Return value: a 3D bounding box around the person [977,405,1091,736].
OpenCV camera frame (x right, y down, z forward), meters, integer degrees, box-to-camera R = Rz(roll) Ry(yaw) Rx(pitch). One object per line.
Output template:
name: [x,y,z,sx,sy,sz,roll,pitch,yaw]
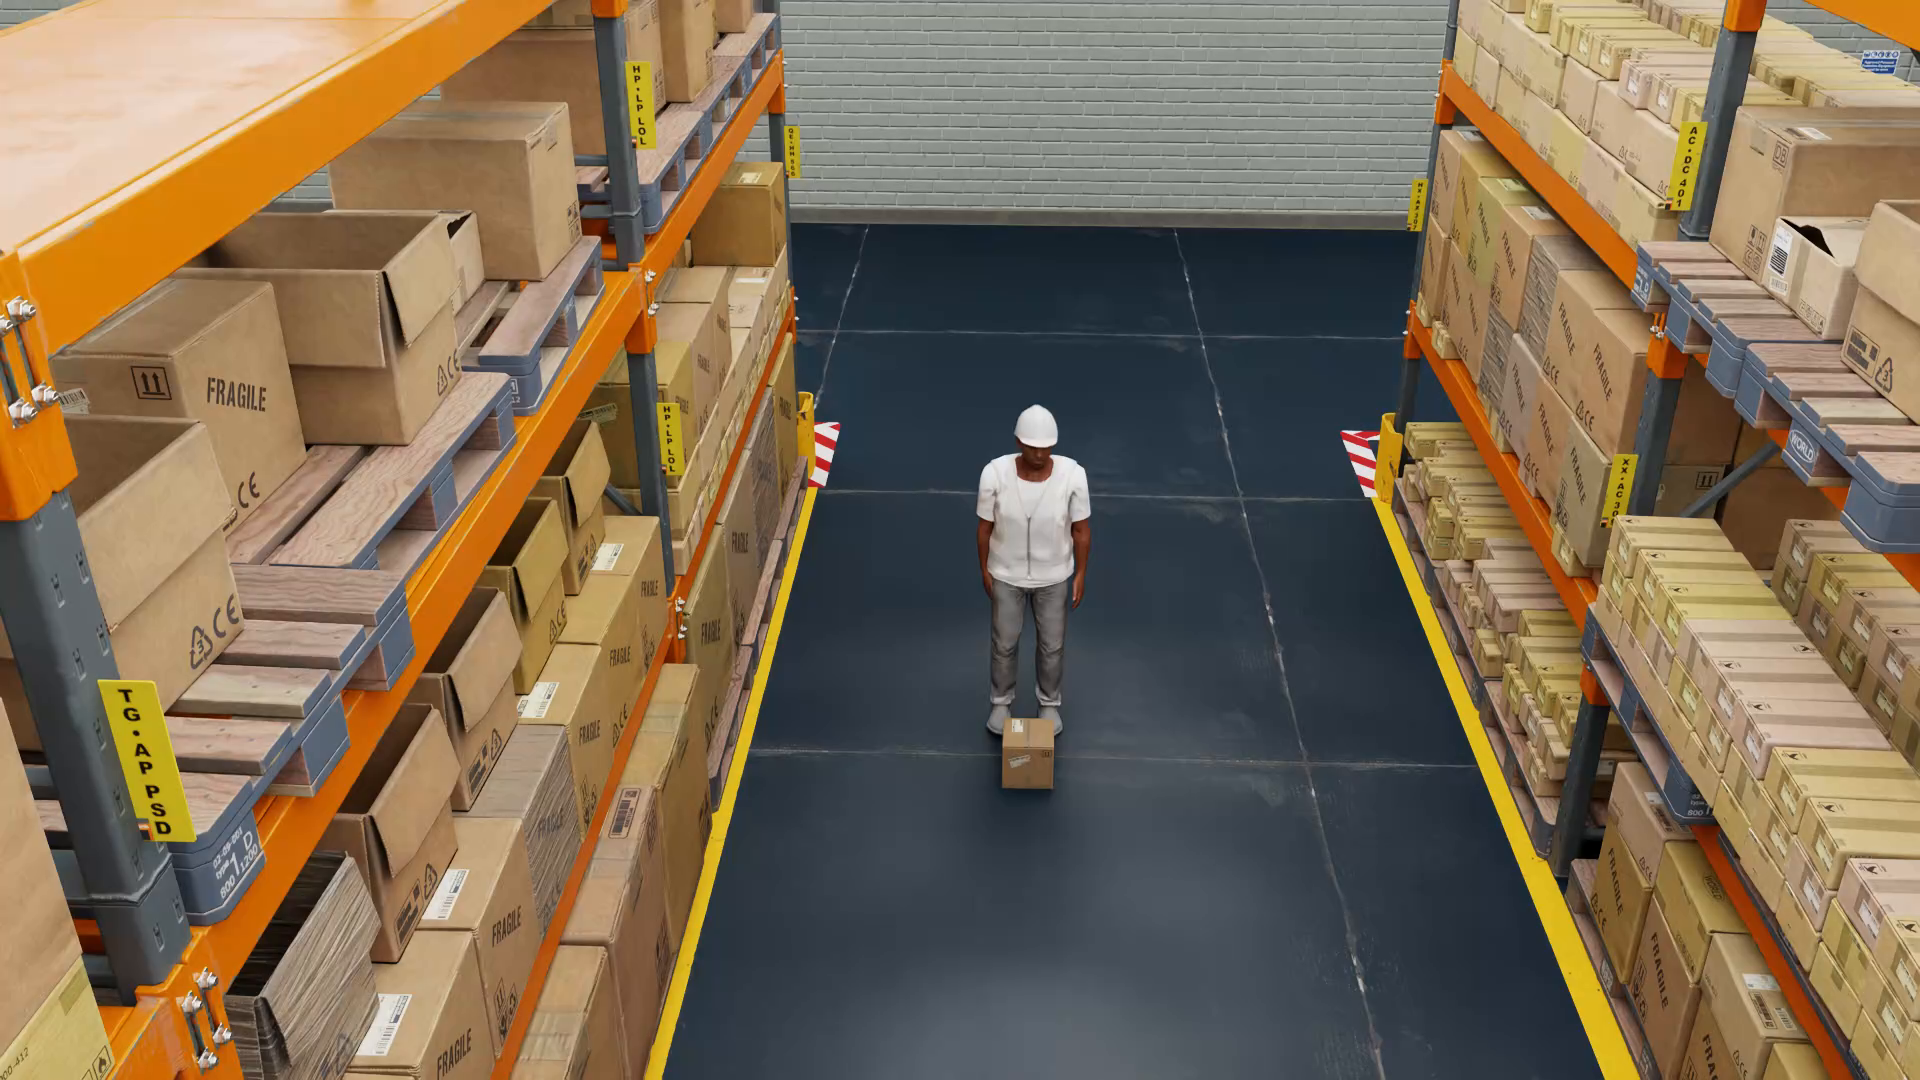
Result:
person: [0.361,0.163,8.295,0.564,1.761,0.362,2,28,3]
